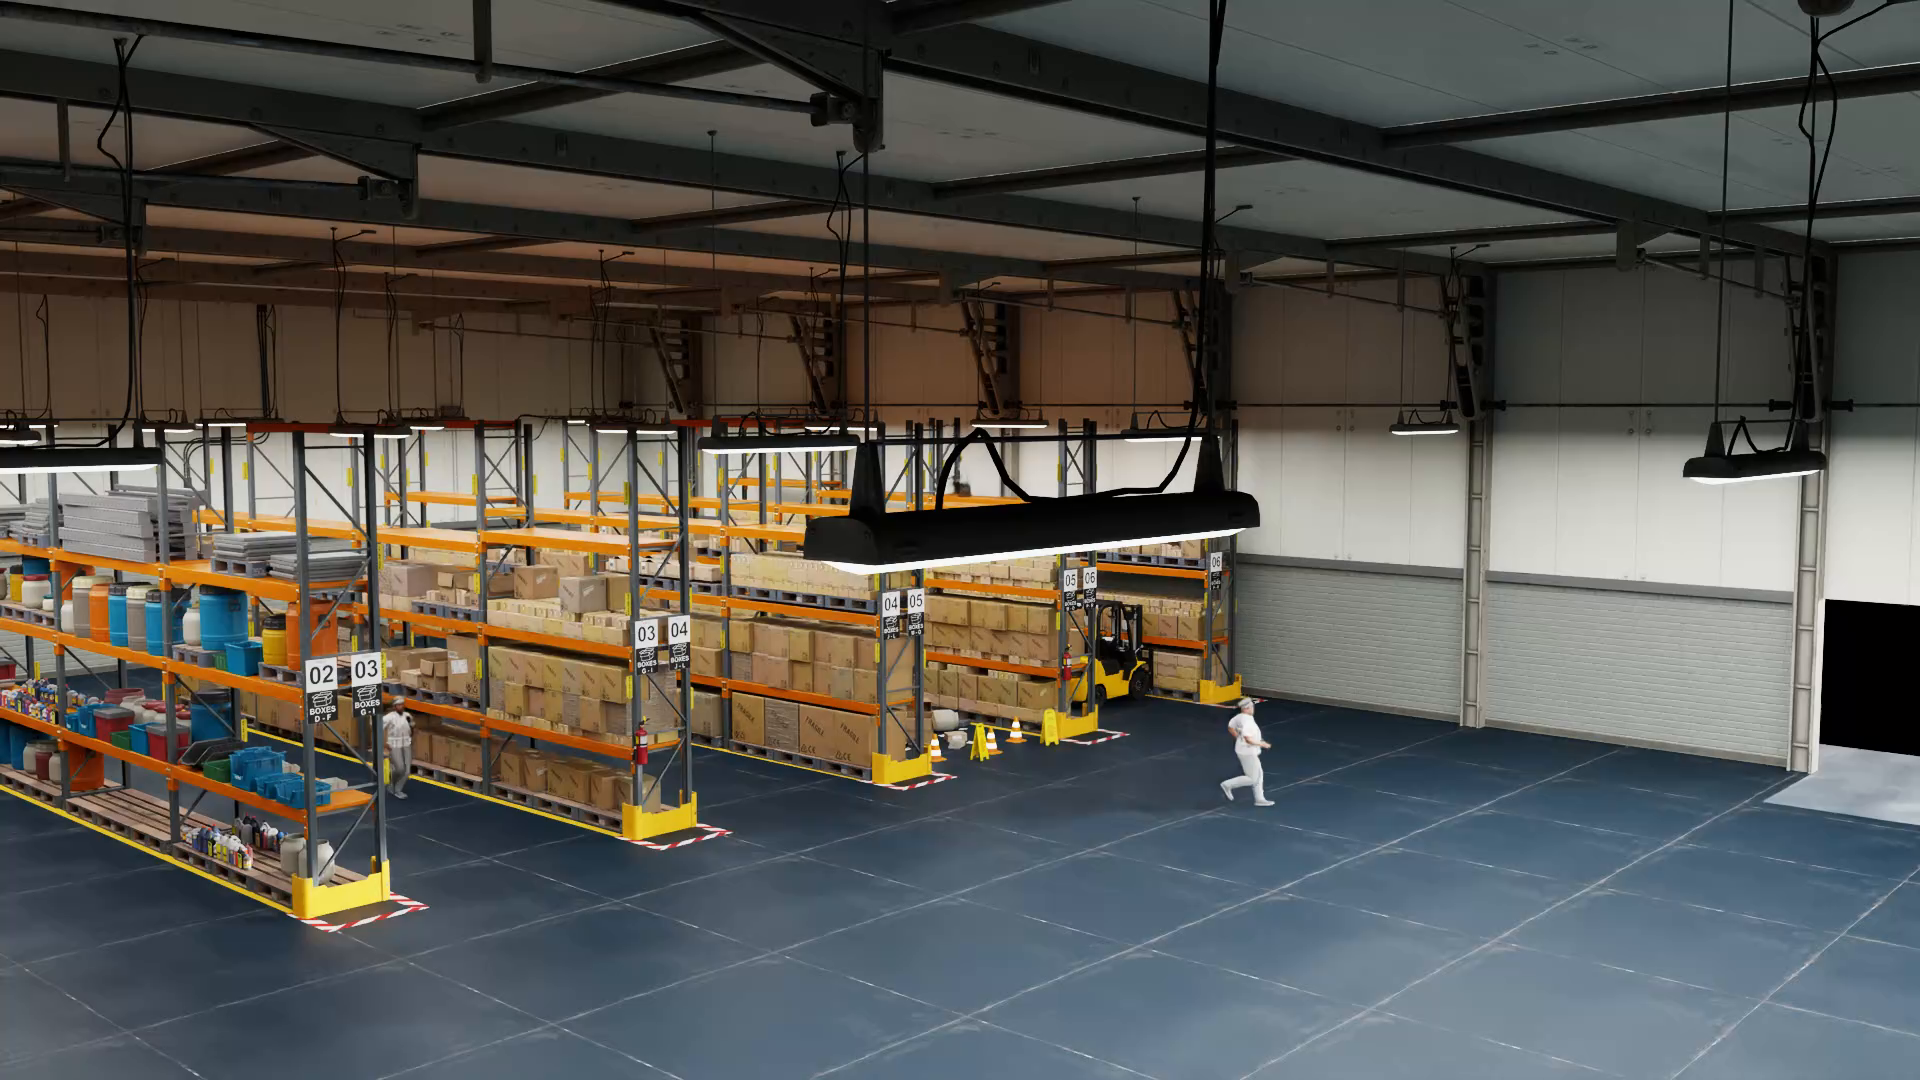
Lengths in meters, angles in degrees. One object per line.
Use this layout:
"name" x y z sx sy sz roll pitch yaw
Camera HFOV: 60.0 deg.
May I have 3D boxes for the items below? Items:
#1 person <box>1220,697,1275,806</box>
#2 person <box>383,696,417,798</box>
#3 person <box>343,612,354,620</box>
"person" 4.511 3.328 26.121 0.917 1.748 0.678 0 5 -6
"person" -8.976 3.318 26.680 0.500 1.662 0.636 4 6 44
"person" -14.183 2.374 38.482 0.802 1.631 0.661 0 5 2
